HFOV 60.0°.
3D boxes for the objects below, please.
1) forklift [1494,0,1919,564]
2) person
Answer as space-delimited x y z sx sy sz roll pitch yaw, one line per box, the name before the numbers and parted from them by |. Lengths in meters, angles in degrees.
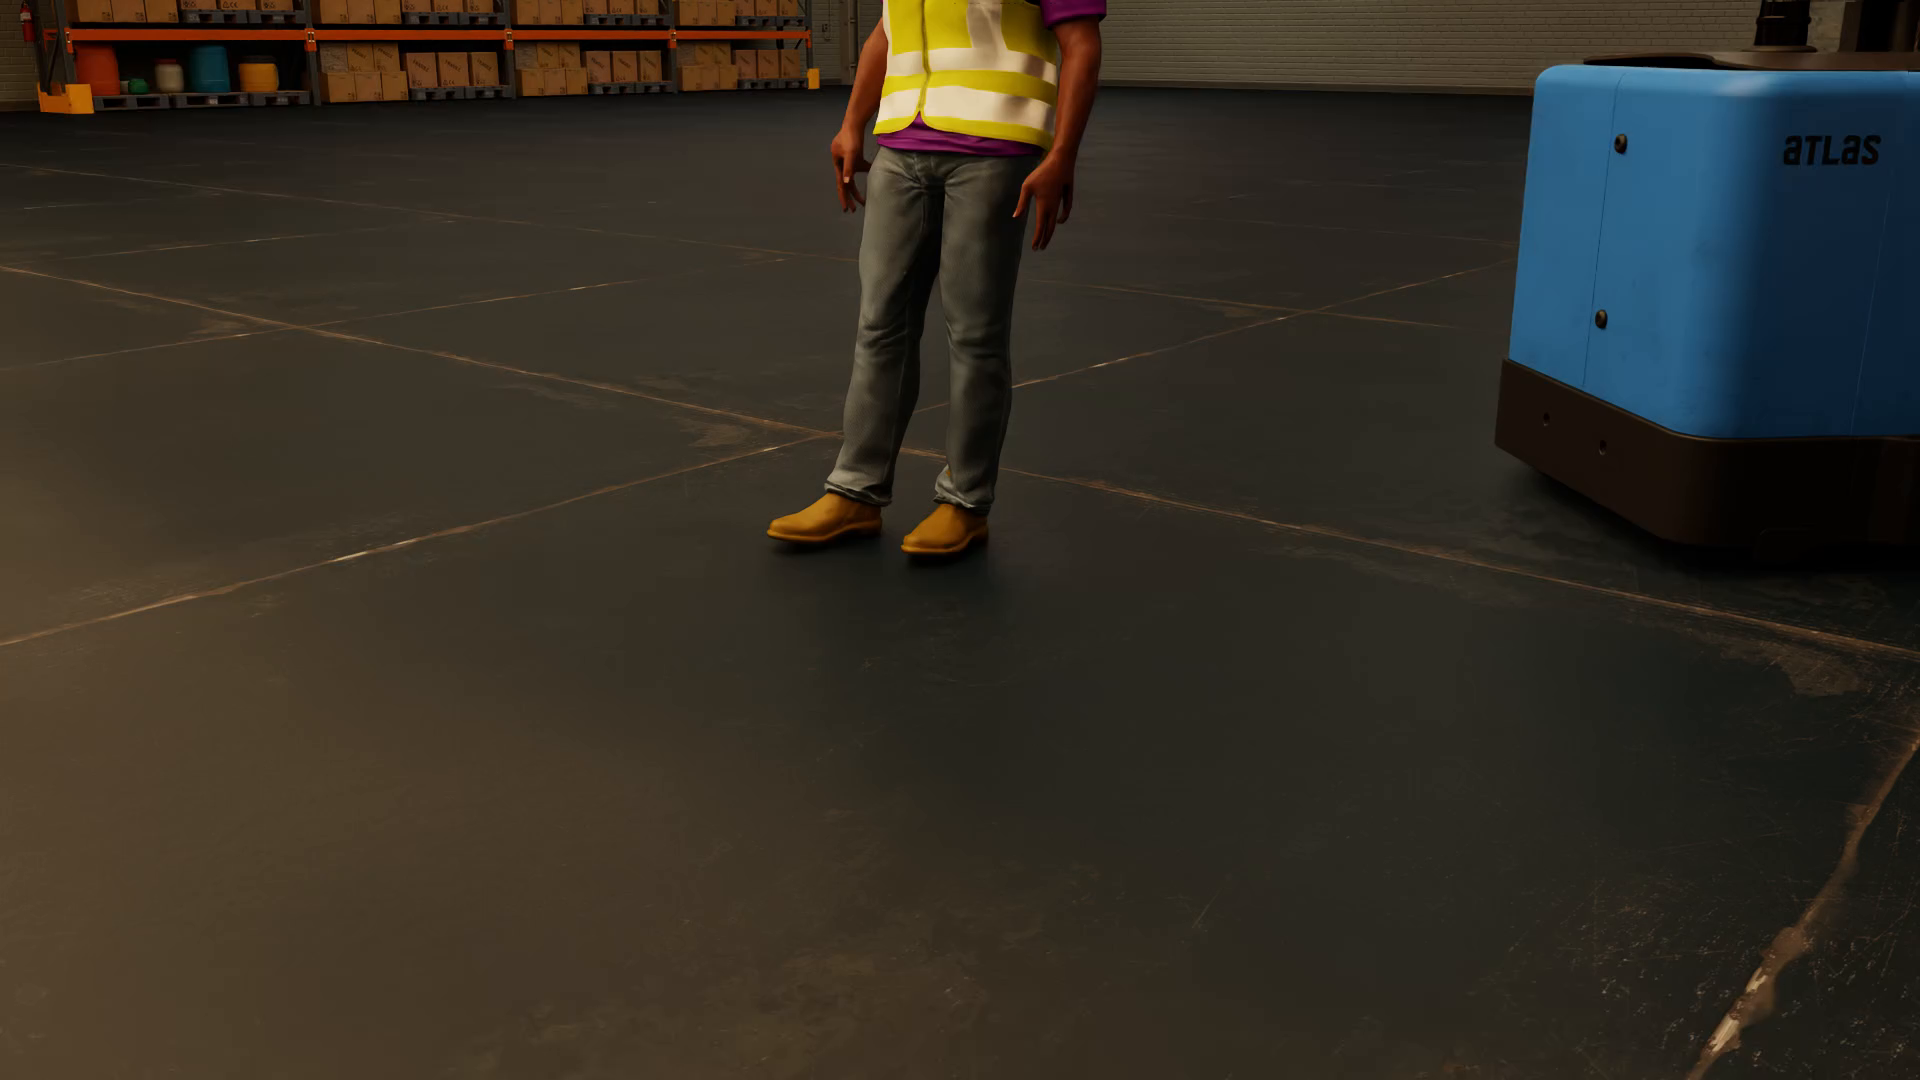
forklift | 3.014 -1.513 3.879 3.031 2.935 1.130 -2 17 -6
person | -0.048 -0.837 3.634 0.666 1.768 0.575 13 21 37
